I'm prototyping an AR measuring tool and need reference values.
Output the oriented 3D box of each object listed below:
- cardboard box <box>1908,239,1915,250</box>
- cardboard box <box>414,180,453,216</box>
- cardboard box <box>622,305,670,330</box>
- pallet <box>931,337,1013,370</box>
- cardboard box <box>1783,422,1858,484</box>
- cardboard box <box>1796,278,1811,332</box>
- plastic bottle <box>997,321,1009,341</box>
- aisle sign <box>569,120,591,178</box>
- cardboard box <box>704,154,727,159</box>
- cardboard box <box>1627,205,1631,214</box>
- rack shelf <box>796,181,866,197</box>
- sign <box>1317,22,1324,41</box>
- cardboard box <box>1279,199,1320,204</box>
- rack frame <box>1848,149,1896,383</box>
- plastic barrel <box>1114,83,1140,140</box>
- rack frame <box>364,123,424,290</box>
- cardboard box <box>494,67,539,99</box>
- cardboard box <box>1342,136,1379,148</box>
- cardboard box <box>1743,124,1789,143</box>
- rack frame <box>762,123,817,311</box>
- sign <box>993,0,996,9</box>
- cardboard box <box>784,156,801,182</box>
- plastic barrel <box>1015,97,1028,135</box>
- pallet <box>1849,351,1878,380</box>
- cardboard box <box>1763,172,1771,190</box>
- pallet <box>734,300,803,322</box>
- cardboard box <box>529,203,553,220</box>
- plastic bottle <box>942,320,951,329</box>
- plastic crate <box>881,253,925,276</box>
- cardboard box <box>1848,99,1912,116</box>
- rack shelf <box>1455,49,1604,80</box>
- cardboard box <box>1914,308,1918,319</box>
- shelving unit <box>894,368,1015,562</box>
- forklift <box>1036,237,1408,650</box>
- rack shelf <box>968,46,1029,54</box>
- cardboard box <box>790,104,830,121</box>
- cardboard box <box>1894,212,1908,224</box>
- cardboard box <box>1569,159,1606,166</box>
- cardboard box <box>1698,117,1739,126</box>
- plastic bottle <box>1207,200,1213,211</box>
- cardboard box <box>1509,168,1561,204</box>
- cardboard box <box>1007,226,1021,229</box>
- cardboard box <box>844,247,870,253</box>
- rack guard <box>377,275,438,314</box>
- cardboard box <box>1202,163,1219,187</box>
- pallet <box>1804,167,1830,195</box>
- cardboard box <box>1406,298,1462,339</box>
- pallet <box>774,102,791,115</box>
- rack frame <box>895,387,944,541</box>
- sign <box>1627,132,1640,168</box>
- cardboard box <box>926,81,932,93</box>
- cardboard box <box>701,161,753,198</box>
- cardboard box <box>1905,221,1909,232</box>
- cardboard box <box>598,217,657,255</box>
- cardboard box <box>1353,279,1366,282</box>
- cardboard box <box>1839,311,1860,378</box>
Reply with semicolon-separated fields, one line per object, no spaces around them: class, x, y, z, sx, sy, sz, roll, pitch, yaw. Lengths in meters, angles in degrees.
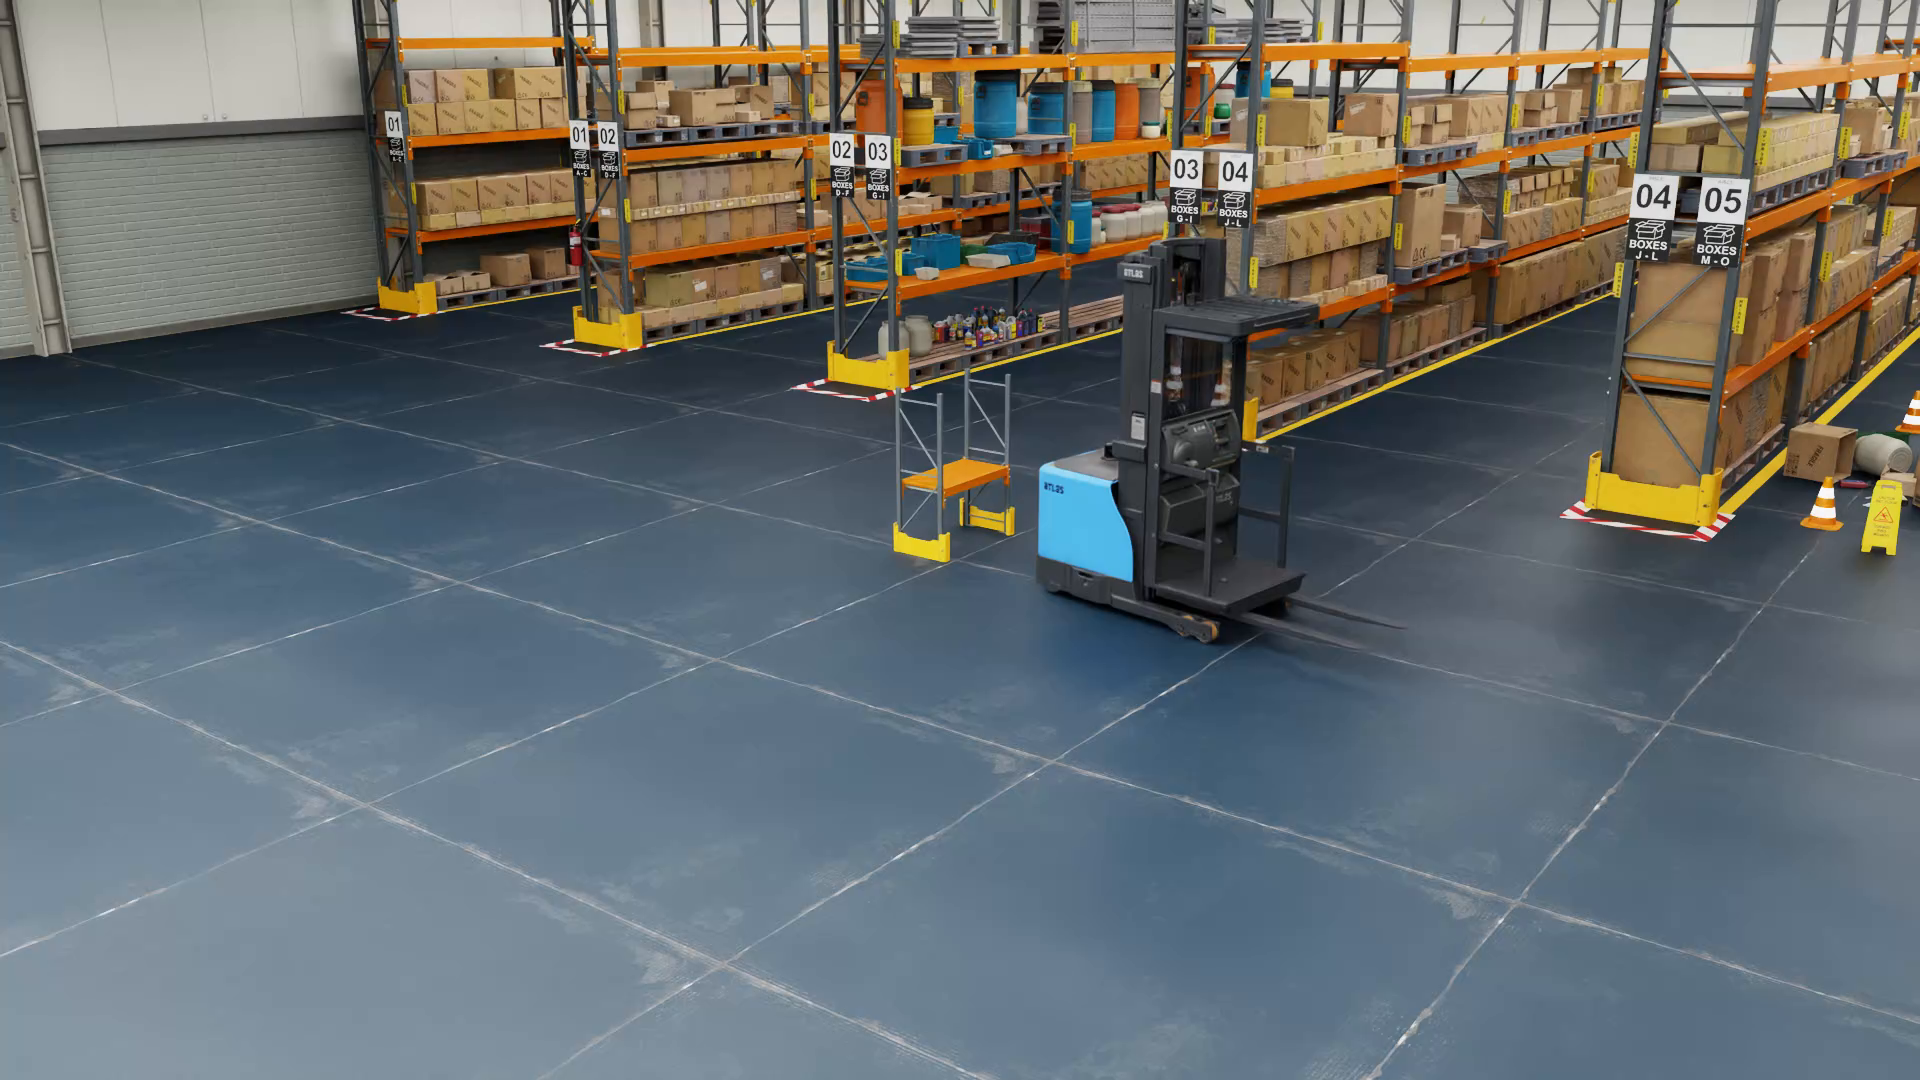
cardboard box;14.267;-4.448;24.938;0.380;0.149;0.250;13;22;37
cardboard box;-8.646;-5.583;27.125;0.500;0.500;0.500;12;21;35
cardboard box;-4.693;-3.328;24.836;0.500;0.250;0.500;12;21;35
pallet;0.008;-2.652;23.435;1.003;0.211;1.213;12;21;35
cardboard box;8.968;-0.909;17.330;0.500;0.500;0.500;-16;23;-41
cardboard box;8.859;-2.634;18.422;0.875;0.550;0.550;12;21;35
plastic bottle;0.609;-2.973;23.616;0.152;0.276;0.135;13;21;36
aisle sign;-5.466;-5.630;23.937;0.394;0.787;0.004;12;21;35
cardboard box;-4.766;-7.533;32.444;0.380;0.149;0.250;9;19;26
cardboard box;11.741;-5.905;29.630;0.380;0.149;0.250;12;21;33
rack shelf;-3.213;-7.264;34.798;1.077;0.370;4.000;12;21;35
sign;6.375;-9.001;29.415;0.100;0.325;0.005;12;21;35
cardboard box;4.078;-3.920;20.459;0.500;0.500;0.500;12;21;35
rack frame;11.452;-3.605;21.802;1.000;3.000;0.127;12;21;35
plastic barrel;2.498;-6.706;26.004;0.600;0.830;0.708;12;21;35
rack frame;-9.172;-5.226;27.022;1.000;3.000;0.127;12;21;35
cardboard box;-7.490;-7.720;28.107;0.500;0.500;0.500;12;21;33
cardboard box;4.952;-4.928;20.585;0.380;0.149;0.250;13;21;35
cardboard box;7.594;-3.845;15.720;0.380;0.149;0.250;13;21;35
rack frame;-2.808;-5.305;27.274;1.000;3.000;0.127;12;21;35
sign;0.789;-12.287;37.934;0.100;0.325;0.005;12;21;35
cardboard box;-3.591;-7.525;33.719;0.500;0.500;0.500;13;22;36
plastic barrel;0.754;-6.047;23.710;0.421;0.512;0.421;0;17;0
pallet;11.919;-2.459;22.814;1.003;0.211;1.213;12;21;35
cardboard box;7.299;-3.347;15.458;0.380;0.149;0.250;13;21;35
pallet;-3.315;-3.791;27.101;1.003;0.211;1.213;12;21;35
cardboard box;-7.418;-5.711;28.801;0.500;0.250;0.500;12;21;34
plastic bottle;-0.218;-2.988;23.665;0.152;0.276;0.135;12;21;33
plastic crate;-0.766;-3.730;22.455;0.499;0.251;0.408;12;21;35
cardboard box;12.810;-5.896;23.237;0.797;0.503;0.637;12;21;34
rack shelf;8.721;-7.313;25.512;1.077;0.370;4.000;12;21;35
cardboard box;14.469;-3.490;25.531;0.380;0.149;0.250;13;22;36
shelving unit;-0.045;-0.698;14.969;0.587;1.500;1.083;12;21;35
forklift;2.038;-0.785;12.837;3.031;2.935;1.130;16;24;42
rack shelf;0.767;-9.064;31.152;1.077;0.370;4.000;12;21;35
cardboard box;-2.433;-7.011;27.256;0.500;0.250;0.500;15;23;40
cardboard box;13.282;-4.605;23.732;0.380;0.149;0.250;12;21;35
cardboard box;11.191;-6.530;29.706;0.500;0.500;0.500;12;21;33
cardboard box;7.673;-4.205;16.878;0.380;0.149;0.250;12;21;34
plastic bottle;4.357;-5.788;29.027;0.061;0.283;0.133;12;21;35
cardboard box;9.120;-5.670;26.592;0.797;0.503;0.637;13;21;35
cardboard box;0.862;-5.907;32.688;0.500;0.500;0.500;13;21;35
cardboard box;-1.890;-4.969;29.177;0.500;0.311;0.500;12;21;34
rack guard;-9.127;-4.051;27.451;1.175;0.500;0.348;12;21;35
cardboard box;2.846;-4.121;18.658;0.500;0.250;0.500;13;21;36
pallet;8.573;-3.850;17.681;1.003;0.211;1.213;12;21;35
cardboard box;6.826;-3.225;24.049;0.700;0.500;0.500;10;20;30
pallet;-4.064;-8.637;33.265;1.213;0.211;1.003;14;22;37
rack frame;-0.354;-0.575;14.572;0.500;1.500;0.032;12;21;35
sign;6.258;-3.617;15.421;0.100;0.325;0.005;12;21;35
cardboard box;-0.784;-10.054;36.886;0.500;0.250;0.500;12;21;33
cardboard box;-3.666;-5.625;25.951;0.700;0.500;0.500;12;21;35
cardboard box;13.451;-4.529;23.992;0.380;0.149;0.250;14;22;37
cardboard box;-4.903;-4.508;24.542;0.700;0.500;0.500;12;21;35
cardboard box;4.900;-3.223;20.995;0.380;0.149;0.250;12;21;35
cardboard box;11.017;-2.602;21.657;1.050;0.750;0.750;12;21;34
